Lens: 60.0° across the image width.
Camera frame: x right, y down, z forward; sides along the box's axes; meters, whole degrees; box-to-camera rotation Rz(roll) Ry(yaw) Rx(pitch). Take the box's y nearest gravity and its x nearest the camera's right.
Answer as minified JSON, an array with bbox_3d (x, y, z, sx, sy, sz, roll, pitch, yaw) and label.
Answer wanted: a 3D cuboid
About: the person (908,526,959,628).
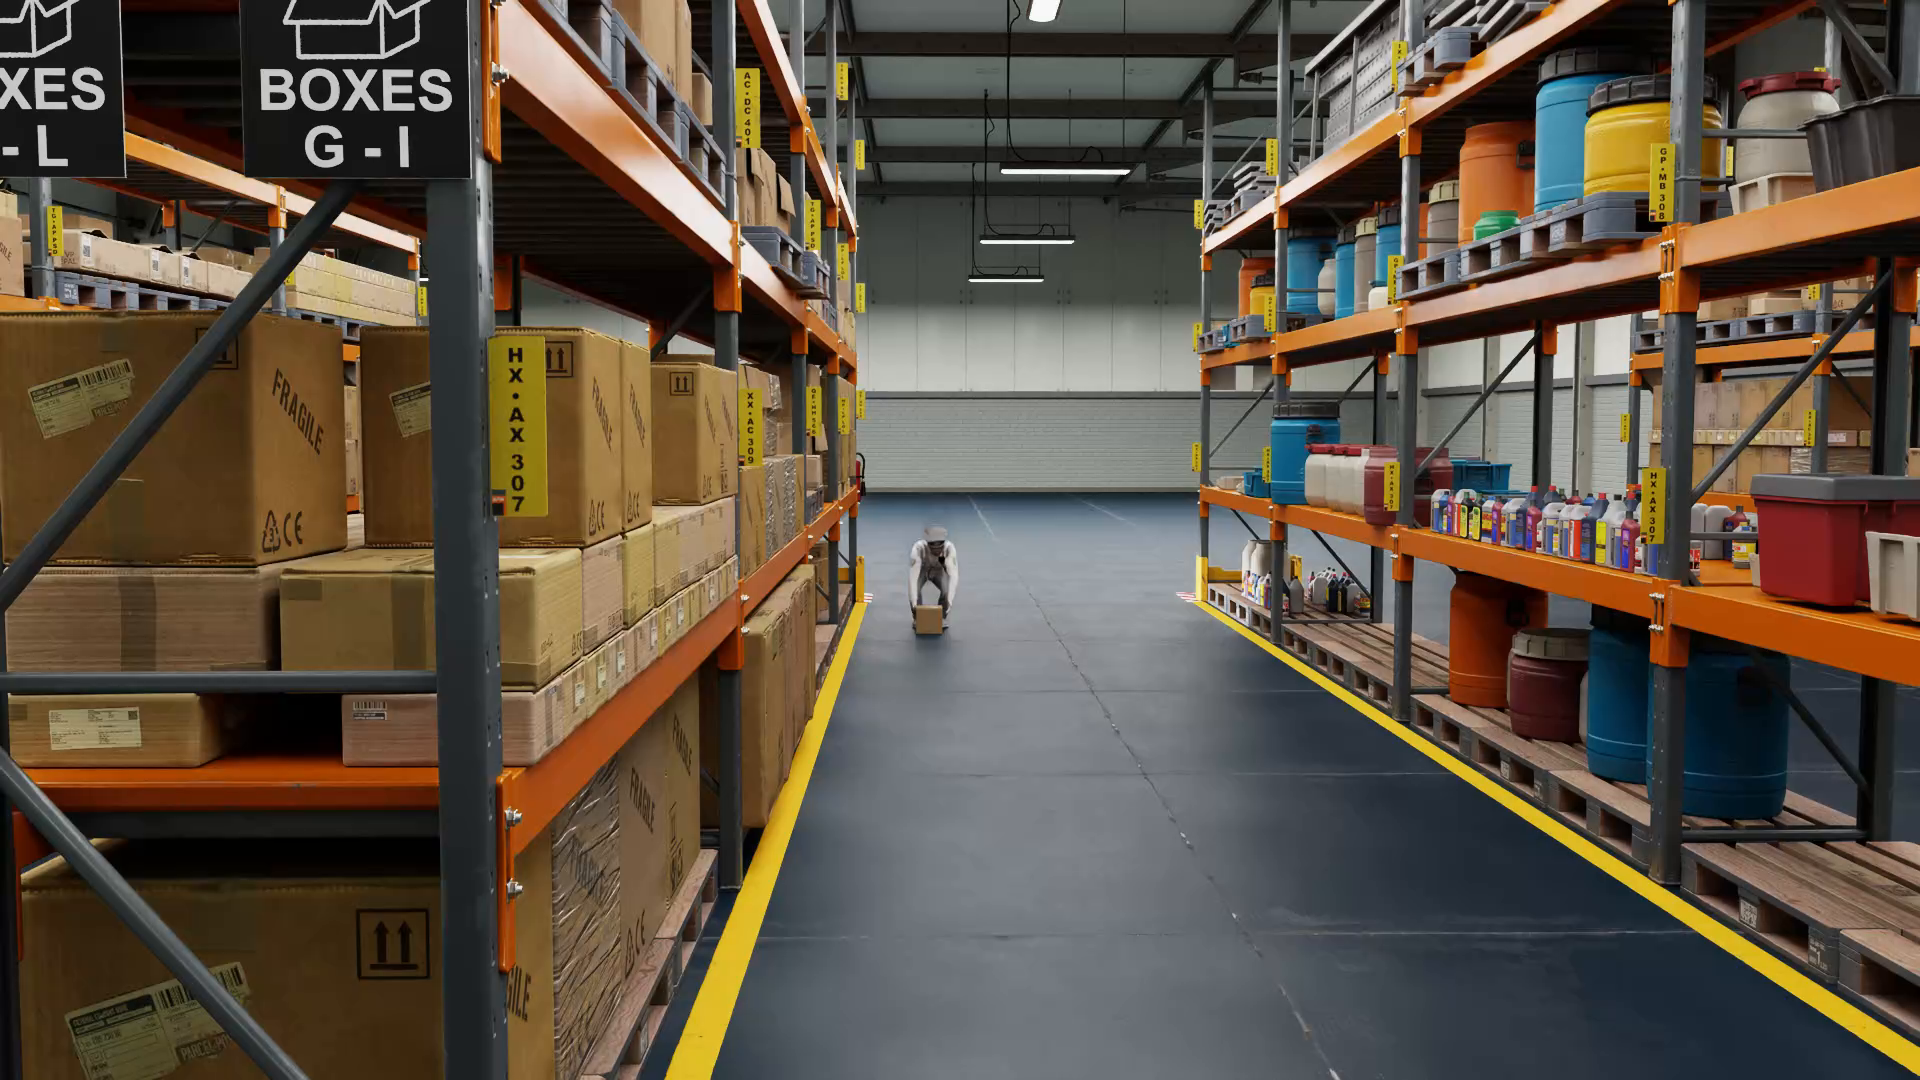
[{"bbox_3d":[-0.265,0.363,16.383,0.497,1.028,0.837,0,4,-1],"label":"person"}]
